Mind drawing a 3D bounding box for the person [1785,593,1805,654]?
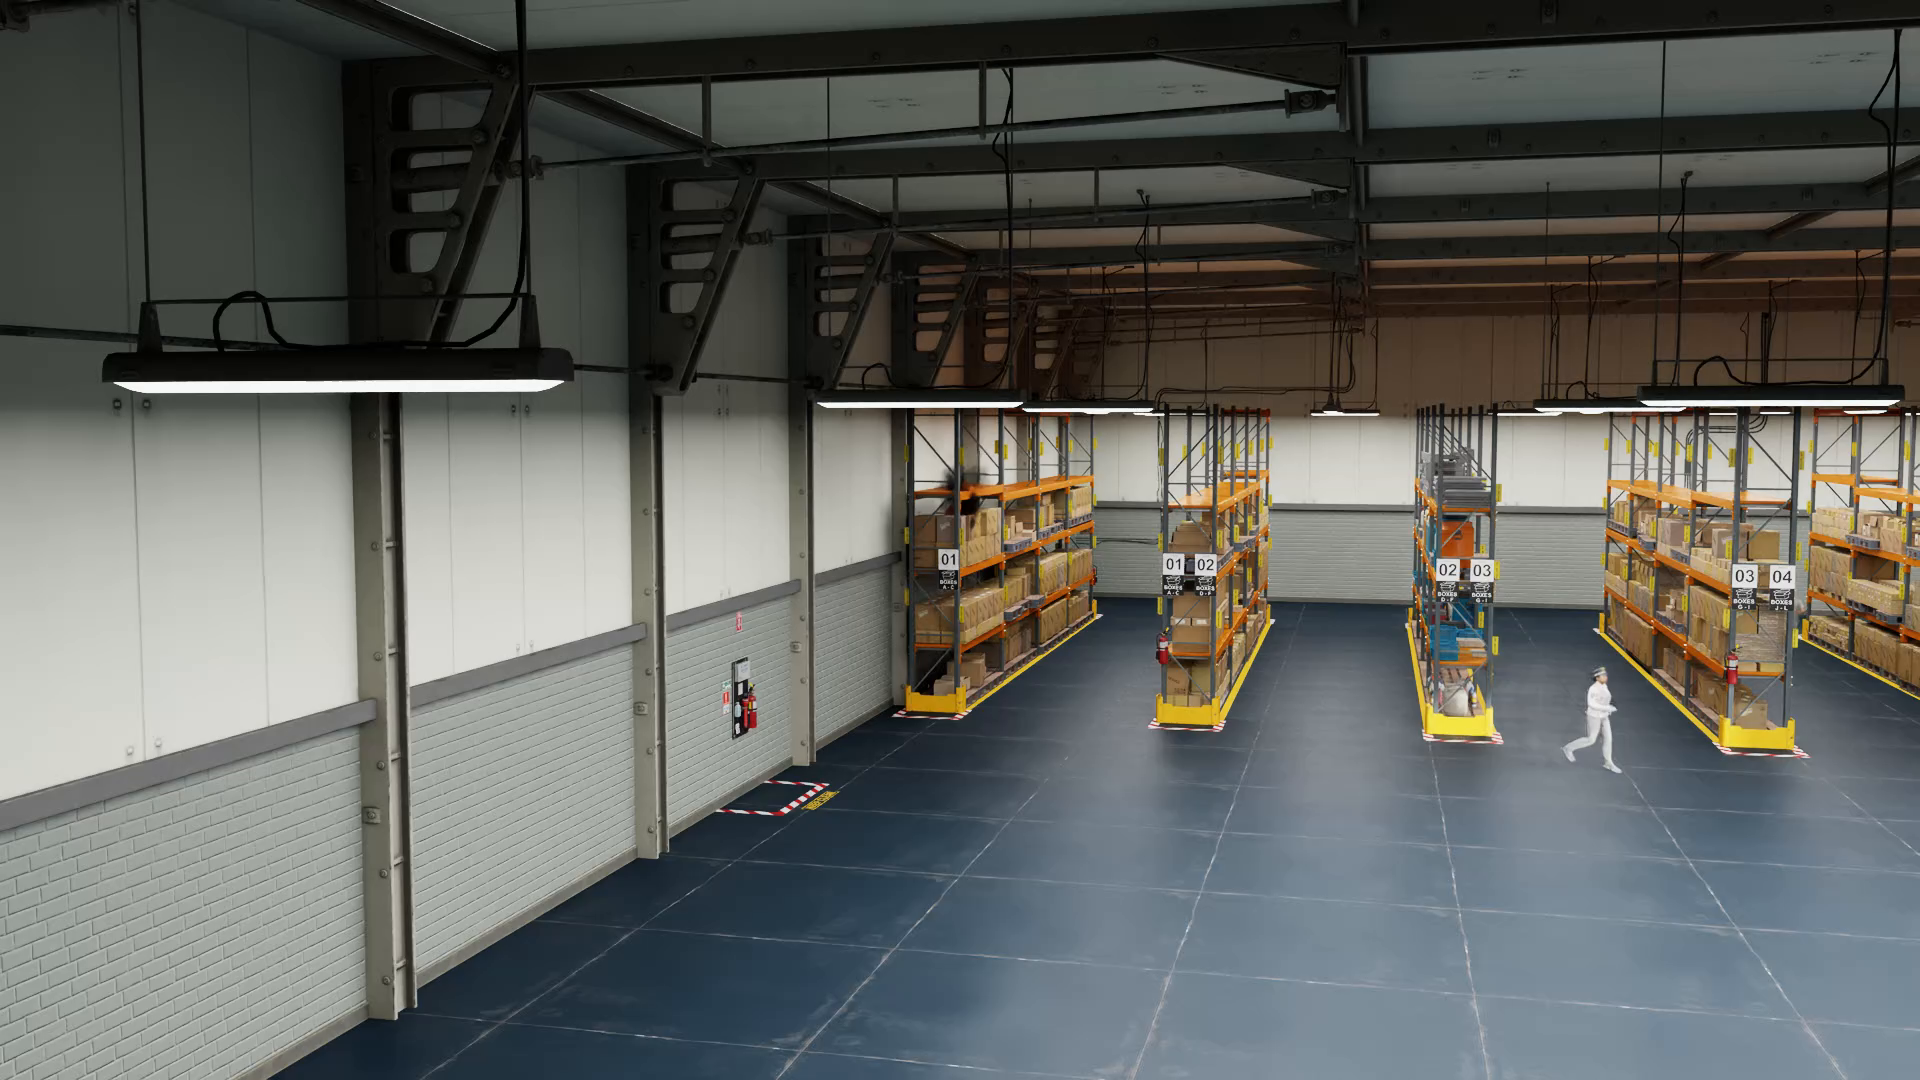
[{"bbox_3d":[19.933,1.985,39.854,0.553,1.691,0.896,2,4,20],"label":"person"}]

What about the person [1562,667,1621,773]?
[{"bbox_3d":[10.375,2.904,27.181,0.624,1.708,0.917,-4,6,-44],"label":"person"}]
